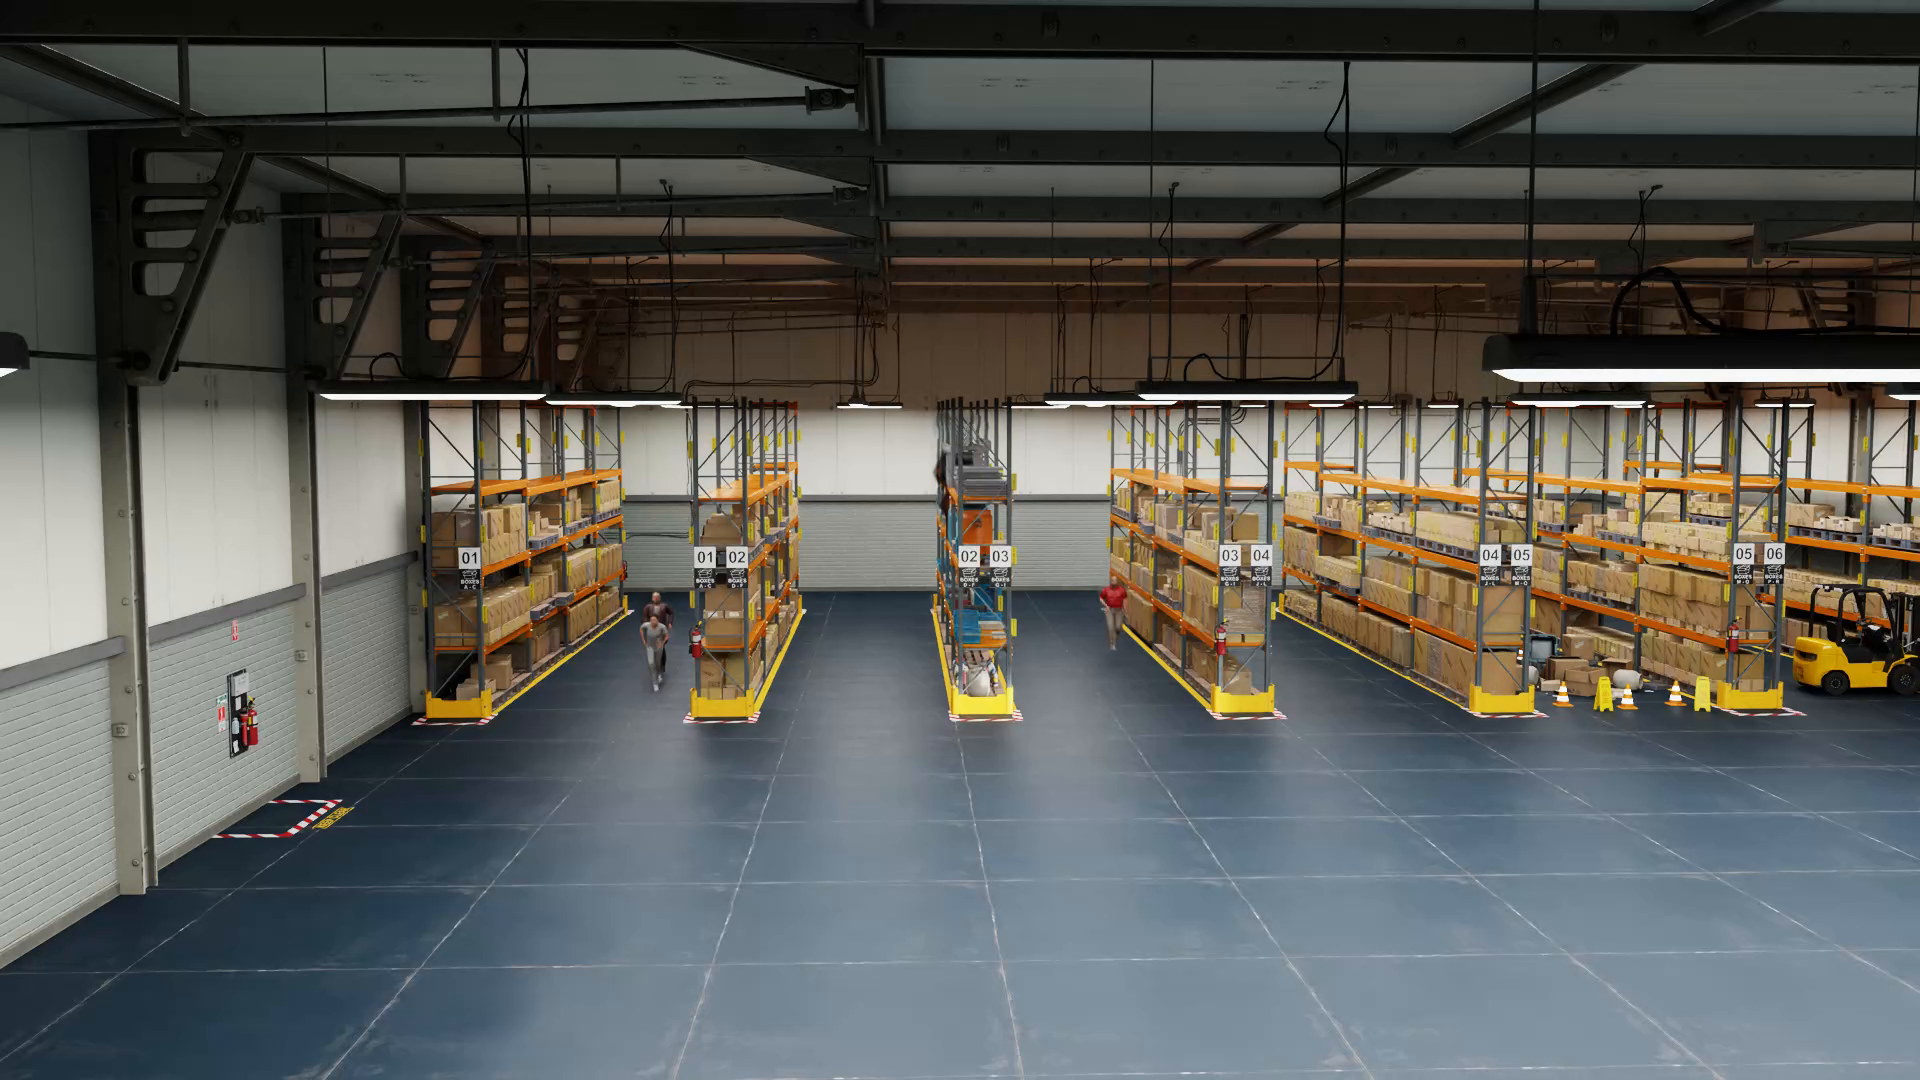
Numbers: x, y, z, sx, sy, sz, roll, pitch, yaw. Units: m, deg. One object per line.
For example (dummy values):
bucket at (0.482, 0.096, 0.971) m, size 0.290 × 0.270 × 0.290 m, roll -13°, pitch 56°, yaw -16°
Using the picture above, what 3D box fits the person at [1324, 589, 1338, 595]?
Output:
person at (10.828, 1.142, 48.620) m, size 0.674 × 1.648 × 0.860 m, roll -3°, pitch 5°, yaw -35°

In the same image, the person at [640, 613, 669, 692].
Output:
person at (-6.318, 2.282, 34.485) m, size 0.597 × 1.625 × 1.001 m, roll 0°, pitch 4°, yaw -3°

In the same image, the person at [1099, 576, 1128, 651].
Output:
person at (3.516, 1.665, 37.996) m, size 0.665 × 1.699 × 0.603 m, roll 0°, pitch 4°, yaw 1°

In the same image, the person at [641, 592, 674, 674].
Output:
person at (-6.611, 2.037, 36.324) m, size 0.675 × 1.795 × 0.768 m, roll 0°, pitch 4°, yaw -5°
